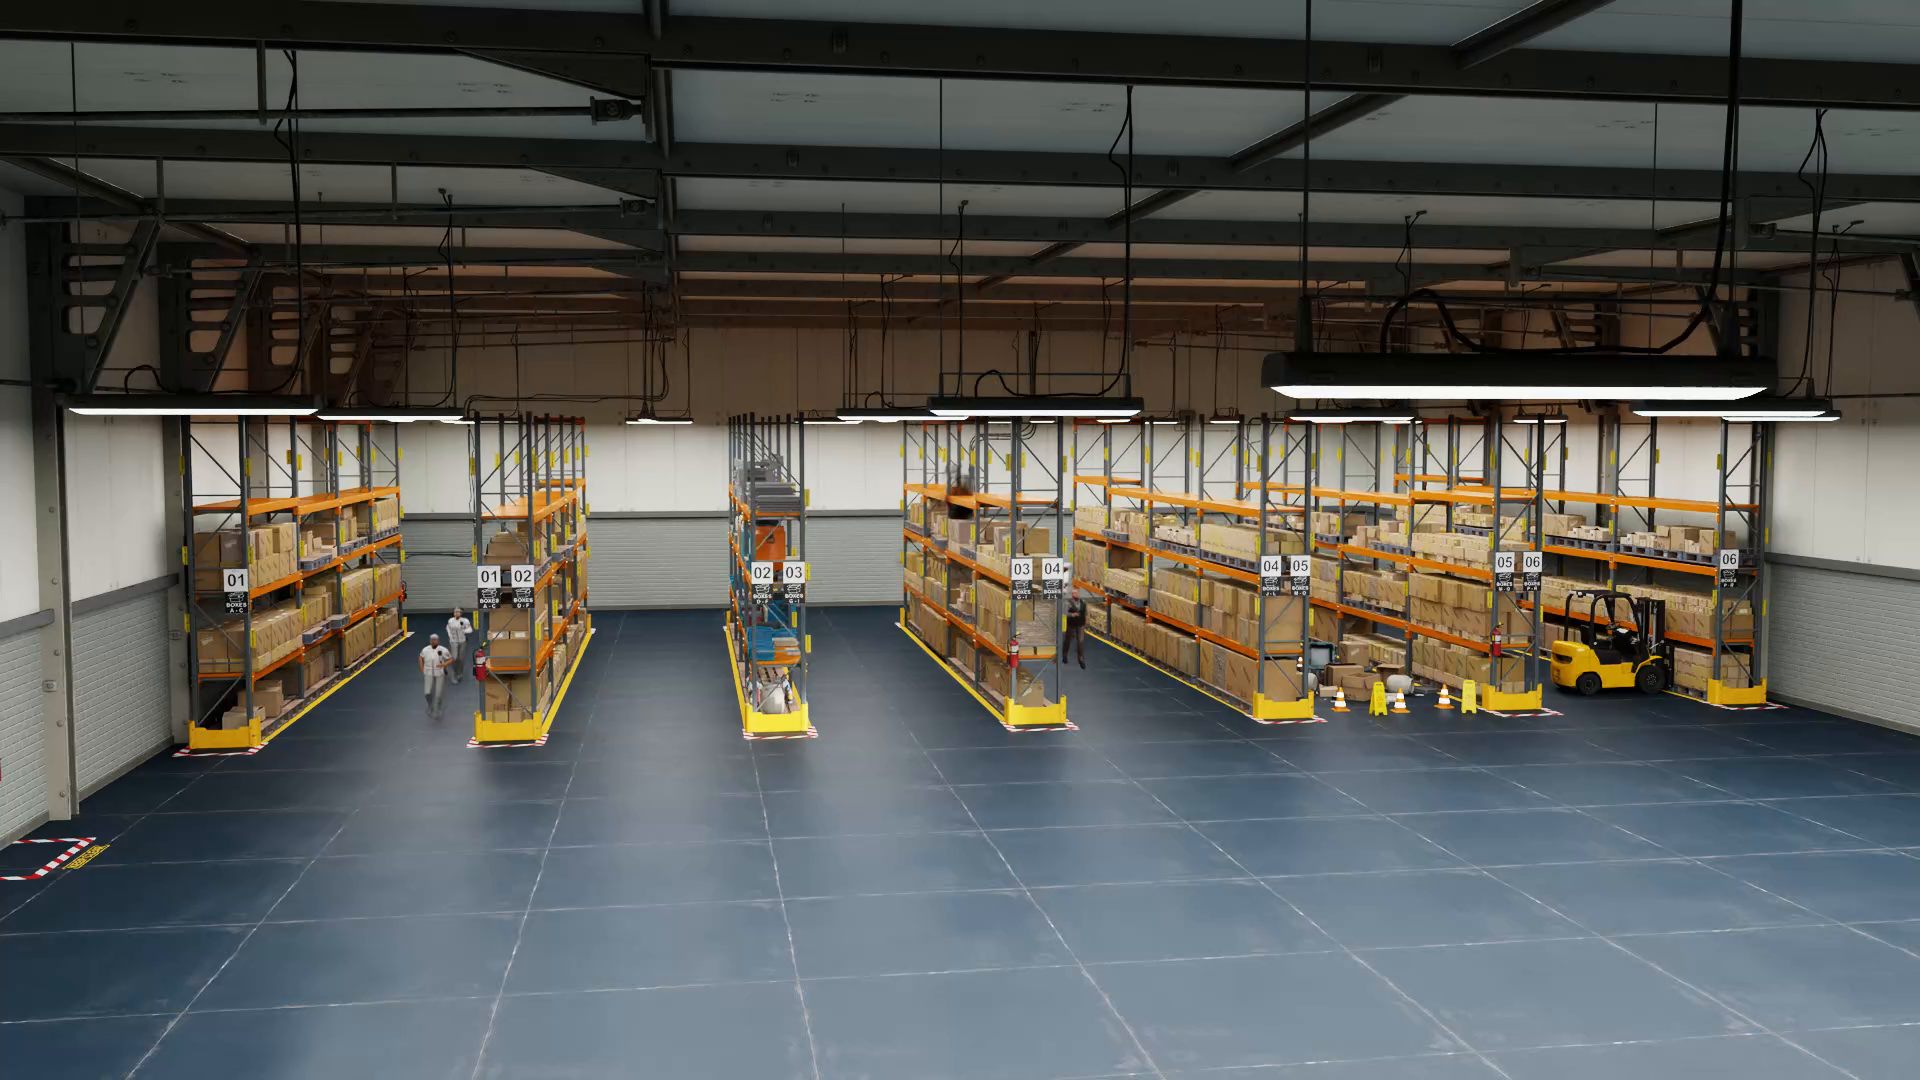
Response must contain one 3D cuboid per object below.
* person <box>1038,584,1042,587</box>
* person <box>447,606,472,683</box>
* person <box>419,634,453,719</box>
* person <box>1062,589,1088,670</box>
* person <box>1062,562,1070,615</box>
[{"bbox_3d":[2.453,1.735,45.915,0.743,1.736,0.765,0,4,-3],"label":"person"},{"bbox_3d":[-11.277,2.348,37.470,0.578,1.757,0.732,-1,4,-12],"label":"person"},{"bbox_3d":[-10.311,2.677,32.687,0.663,1.664,0.593,-1,4,-7],"label":"person"},{"bbox_3d":[2.626,2.008,37.878,0.664,1.798,0.850,-1,4,-17],"label":"person"},{"bbox_3d":[3.017,1.495,49.812,0.559,1.680,0.758,1,4,8],"label":"person"}]
